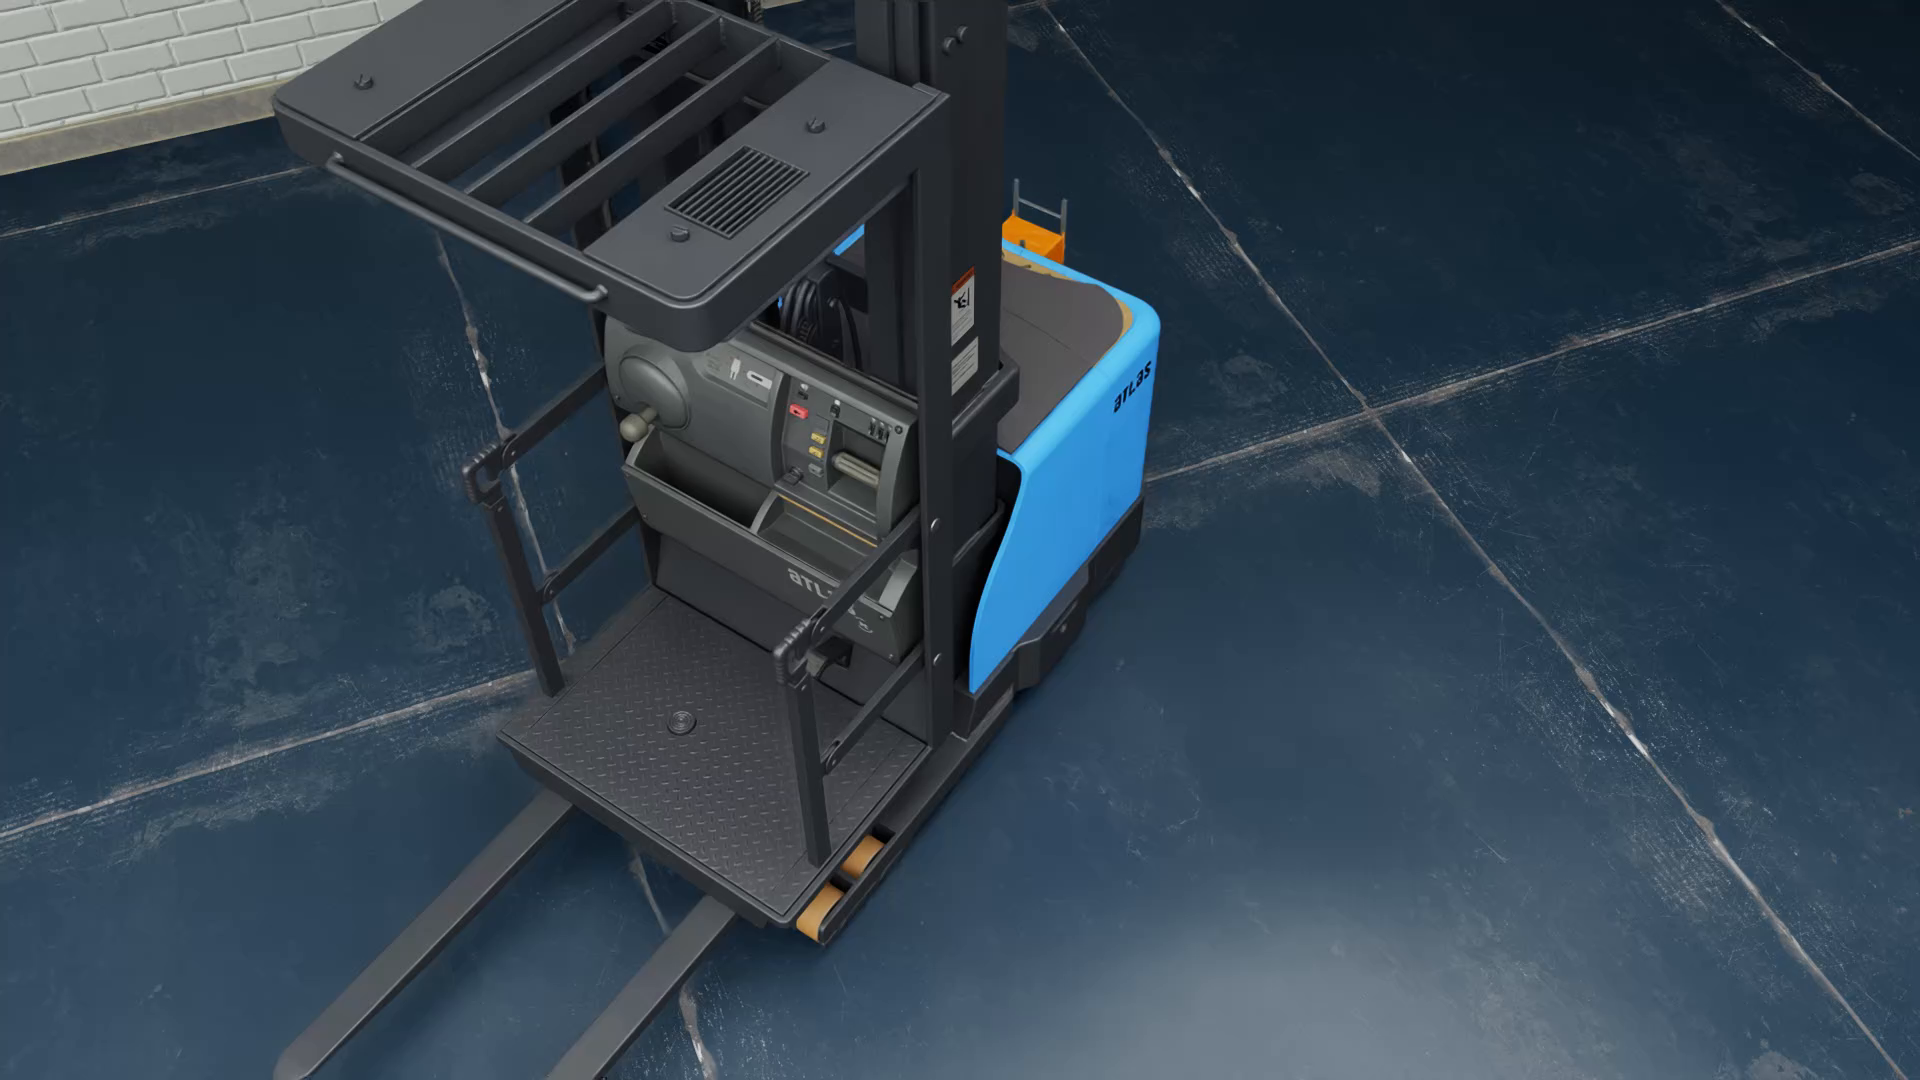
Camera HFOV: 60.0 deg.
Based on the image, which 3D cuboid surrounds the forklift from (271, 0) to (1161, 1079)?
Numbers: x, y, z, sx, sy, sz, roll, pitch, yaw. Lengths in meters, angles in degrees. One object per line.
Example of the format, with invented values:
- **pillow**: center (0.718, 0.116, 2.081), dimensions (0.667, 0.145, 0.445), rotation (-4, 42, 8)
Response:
- **forklift**: center (-0.638, -0.232, 4.017), dimensions (1.130, 2.935, 3.031), rotation (28, 55, 22)

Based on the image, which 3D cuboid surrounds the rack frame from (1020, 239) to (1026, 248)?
- **rack frame**: center (0.120, -0.628, 5.598), dimensions (0.200, 1.050, 0.008), rotation (28, 55, 22)

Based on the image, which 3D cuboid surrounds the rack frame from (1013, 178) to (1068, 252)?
- **rack frame**: center (0.259, -0.781, 5.728), dimensions (0.200, 1.050, 0.008), rotation (28, 55, 22)

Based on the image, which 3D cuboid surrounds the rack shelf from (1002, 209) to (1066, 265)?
- **rack shelf**: center (0.189, -0.883, 5.456), dimensions (0.215, 0.259, 0.240), rotation (28, 55, 22)

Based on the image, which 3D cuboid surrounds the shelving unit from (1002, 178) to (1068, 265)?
- **shelving unit**: center (0.189, -0.705, 5.663), dimensions (0.215, 1.050, 0.252), rotation (28, 55, 22)
